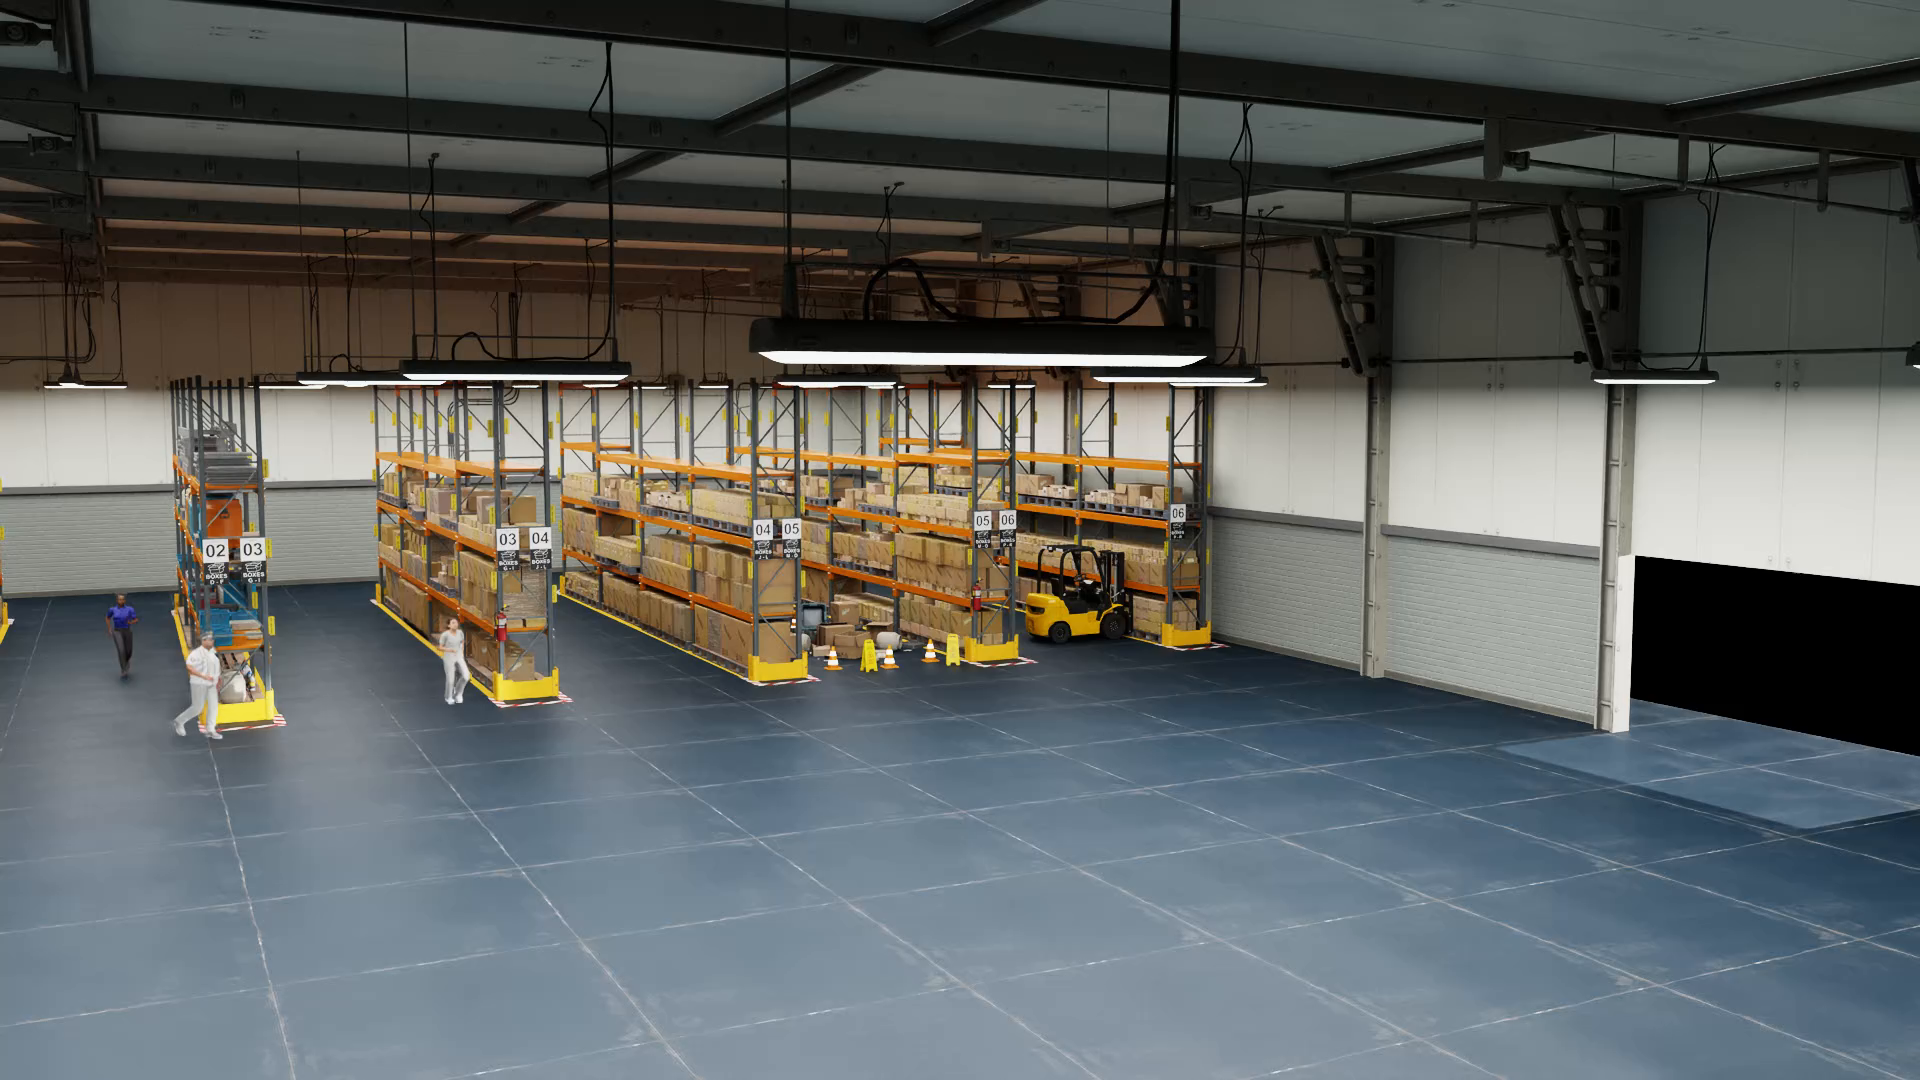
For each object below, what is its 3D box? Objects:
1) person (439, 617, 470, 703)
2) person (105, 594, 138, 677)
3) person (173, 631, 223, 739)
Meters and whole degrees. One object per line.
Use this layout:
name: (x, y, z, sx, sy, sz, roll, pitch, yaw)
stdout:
person: (-9.252, 2.202, 30.407, 0.576, 1.620, 0.703, -4, 7, -41)
person: (-16.945, 1.993, 33.657, 0.578, 1.448, 0.865, -3, 6, -32)
person: (-12.569, 2.392, 27.668, 0.843, 1.765, 0.715, 2, 5, 17)
